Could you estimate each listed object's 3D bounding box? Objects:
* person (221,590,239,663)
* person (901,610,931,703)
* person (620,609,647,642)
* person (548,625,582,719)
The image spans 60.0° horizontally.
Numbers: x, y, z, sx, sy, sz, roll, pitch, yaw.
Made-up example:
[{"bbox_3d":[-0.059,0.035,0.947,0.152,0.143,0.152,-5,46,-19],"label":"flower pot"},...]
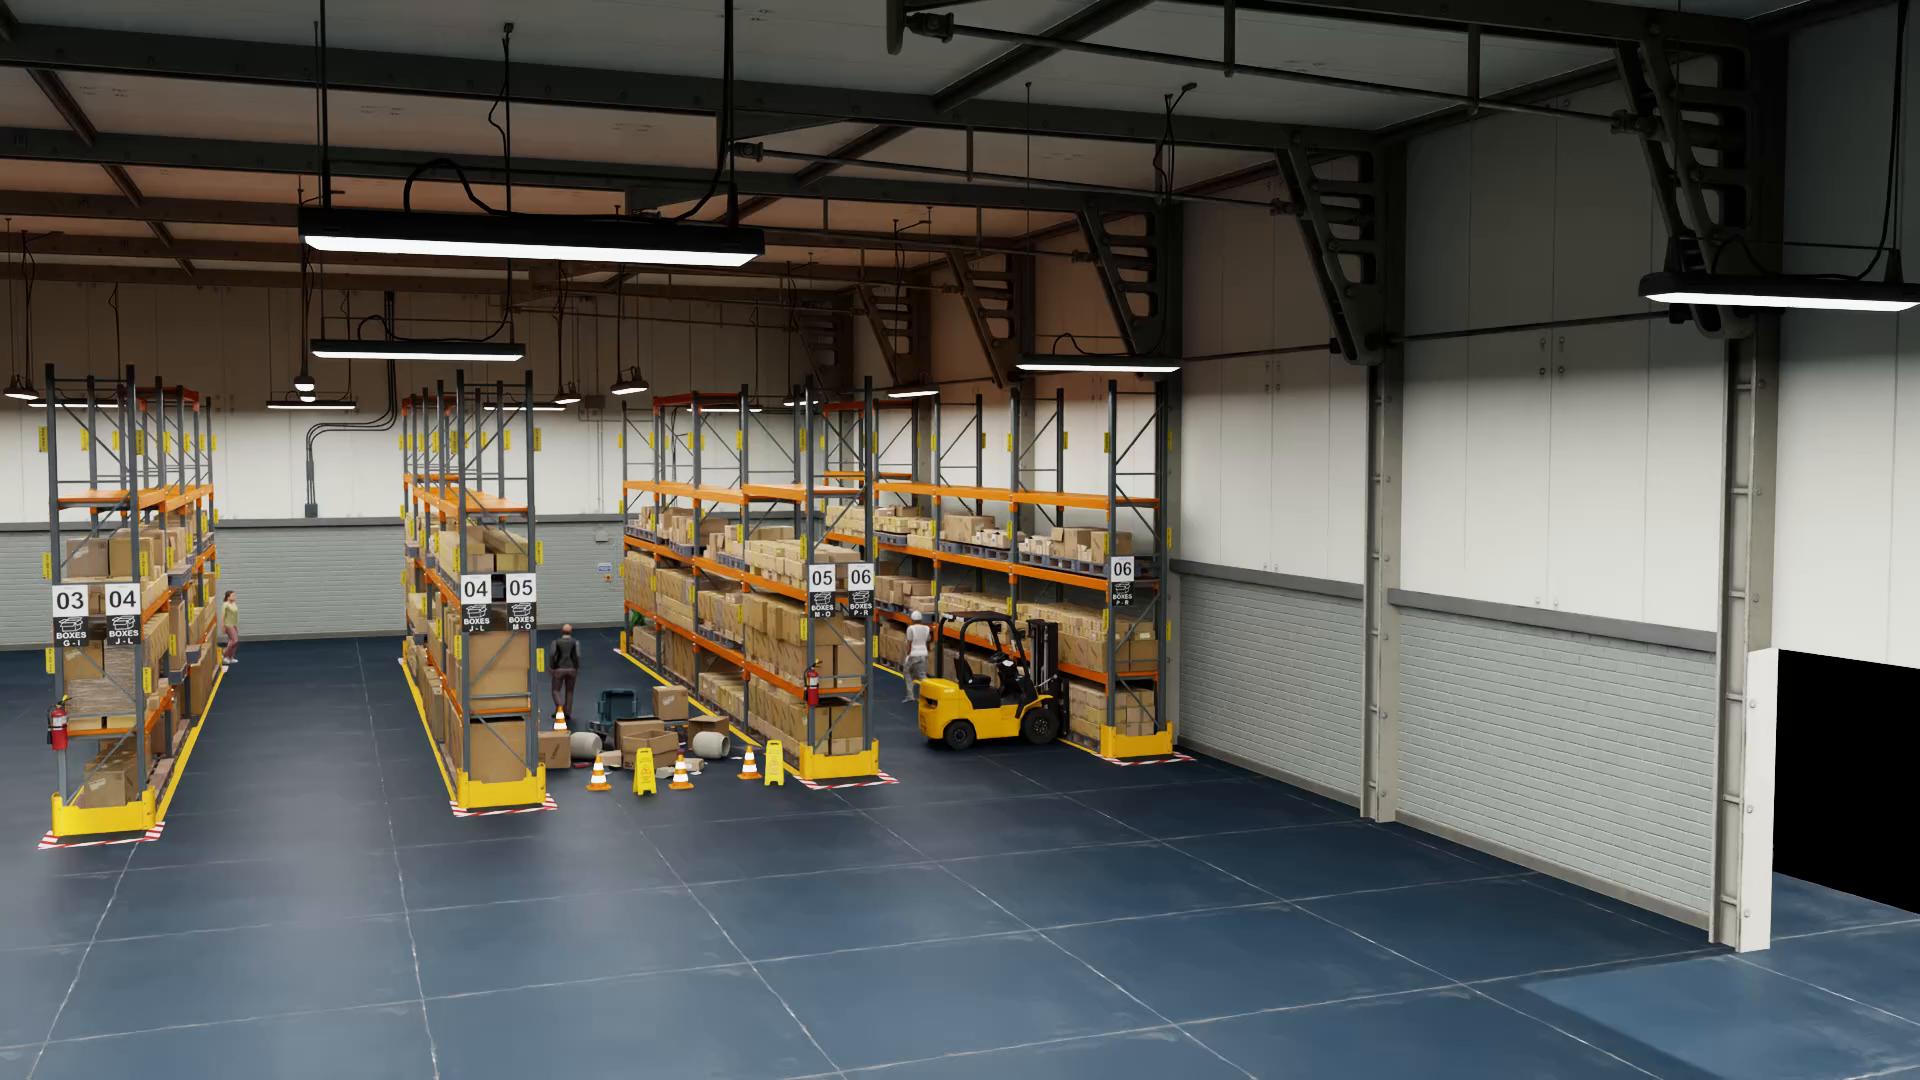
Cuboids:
[{"bbox_3d":[-16.476,1.962,37.593,0.435,1.656,0.471,0,3,3],"label":"person"},{"bbox_3d":[-0.809,2.262,31.960,0.599,1.817,0.556,-2,4,-35],"label":"person"},{"bbox_3d":[-8.091,1.706,41.312,0.927,1.754,0.596,-3,5,-42],"label":"person"},{"bbox_3d":[-7.146,2.397,30.129,0.592,1.695,0.637,-1,4,-19],"label":"person"}]
